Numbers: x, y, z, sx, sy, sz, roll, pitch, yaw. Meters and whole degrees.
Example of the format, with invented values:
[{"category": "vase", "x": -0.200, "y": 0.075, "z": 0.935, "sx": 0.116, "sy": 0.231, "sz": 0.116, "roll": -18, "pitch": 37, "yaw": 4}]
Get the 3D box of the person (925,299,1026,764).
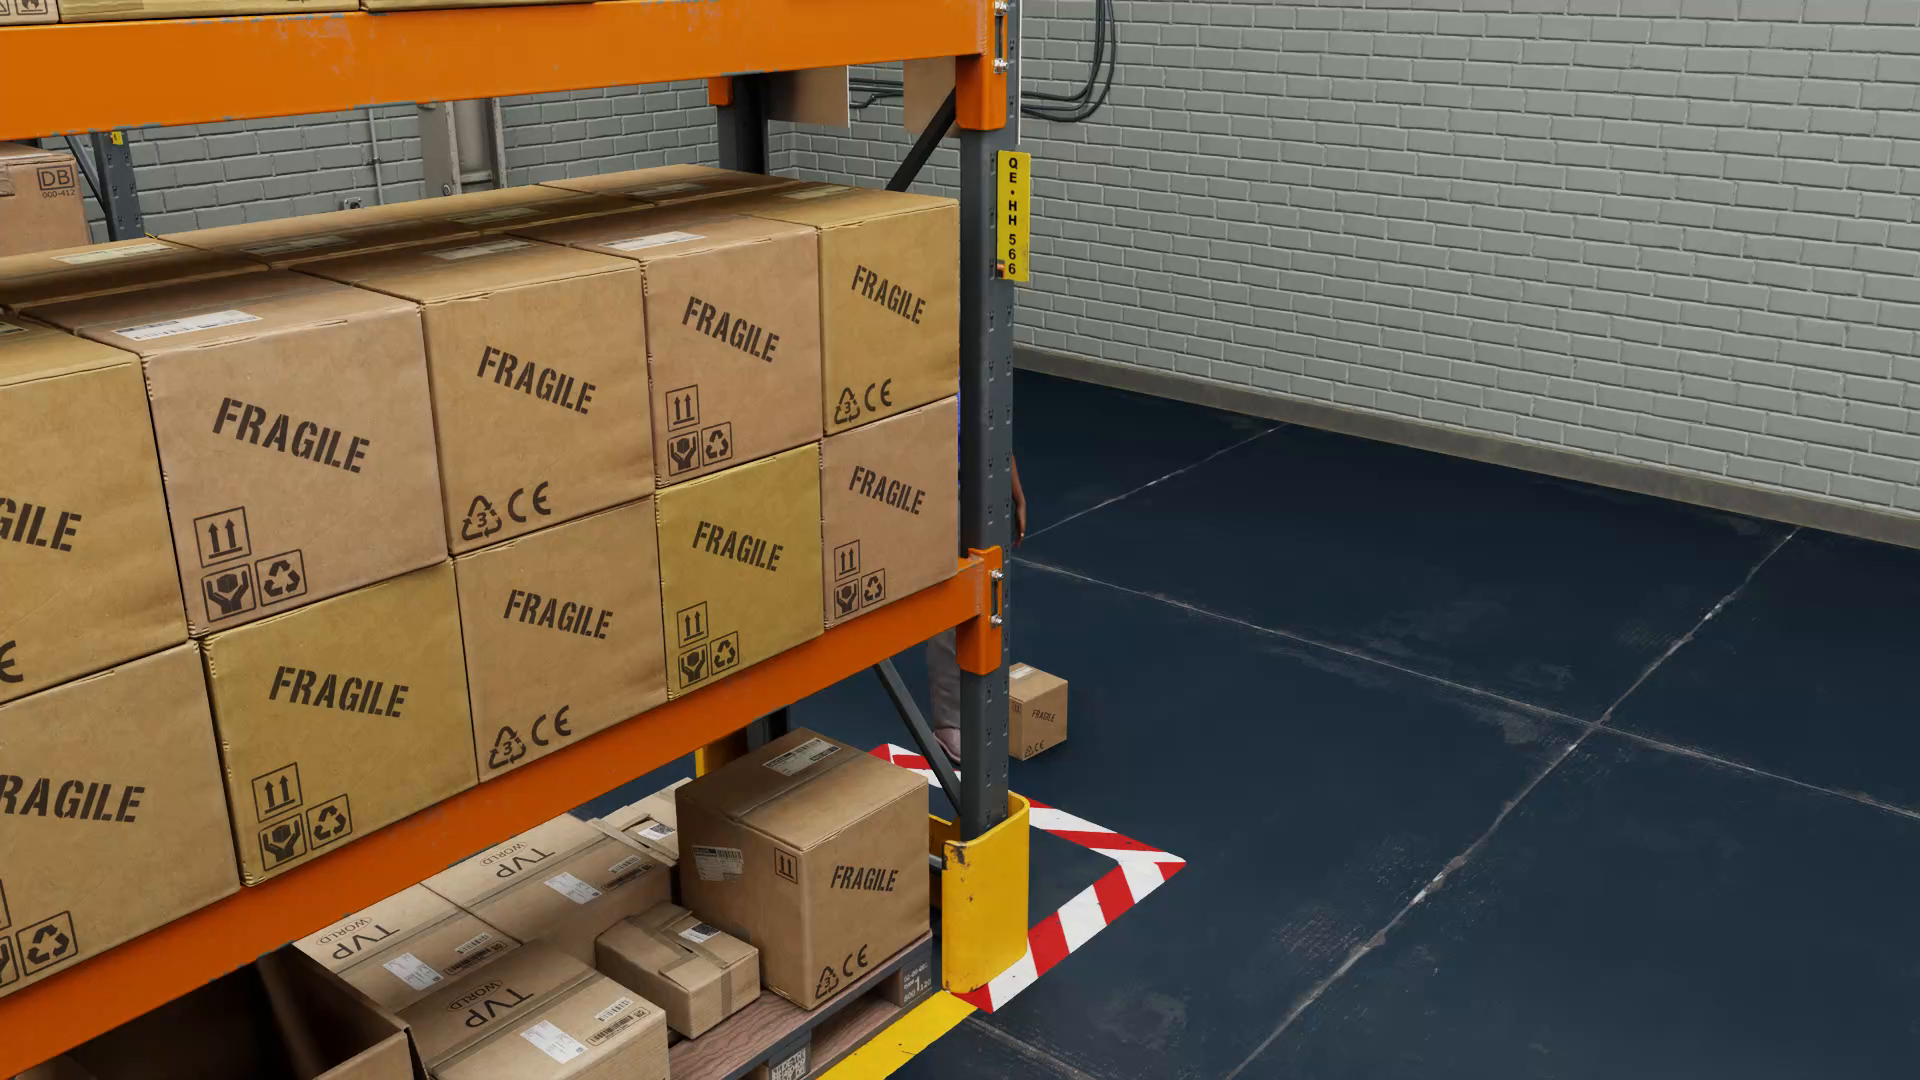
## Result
[{"category": "person", "x": 0.075, "y": -0.050, "z": 6.195, "sx": 0.569, "sy": 1.657, "sz": 0.502, "roll": -19, "pitch": 28, "yaw": -41}]
